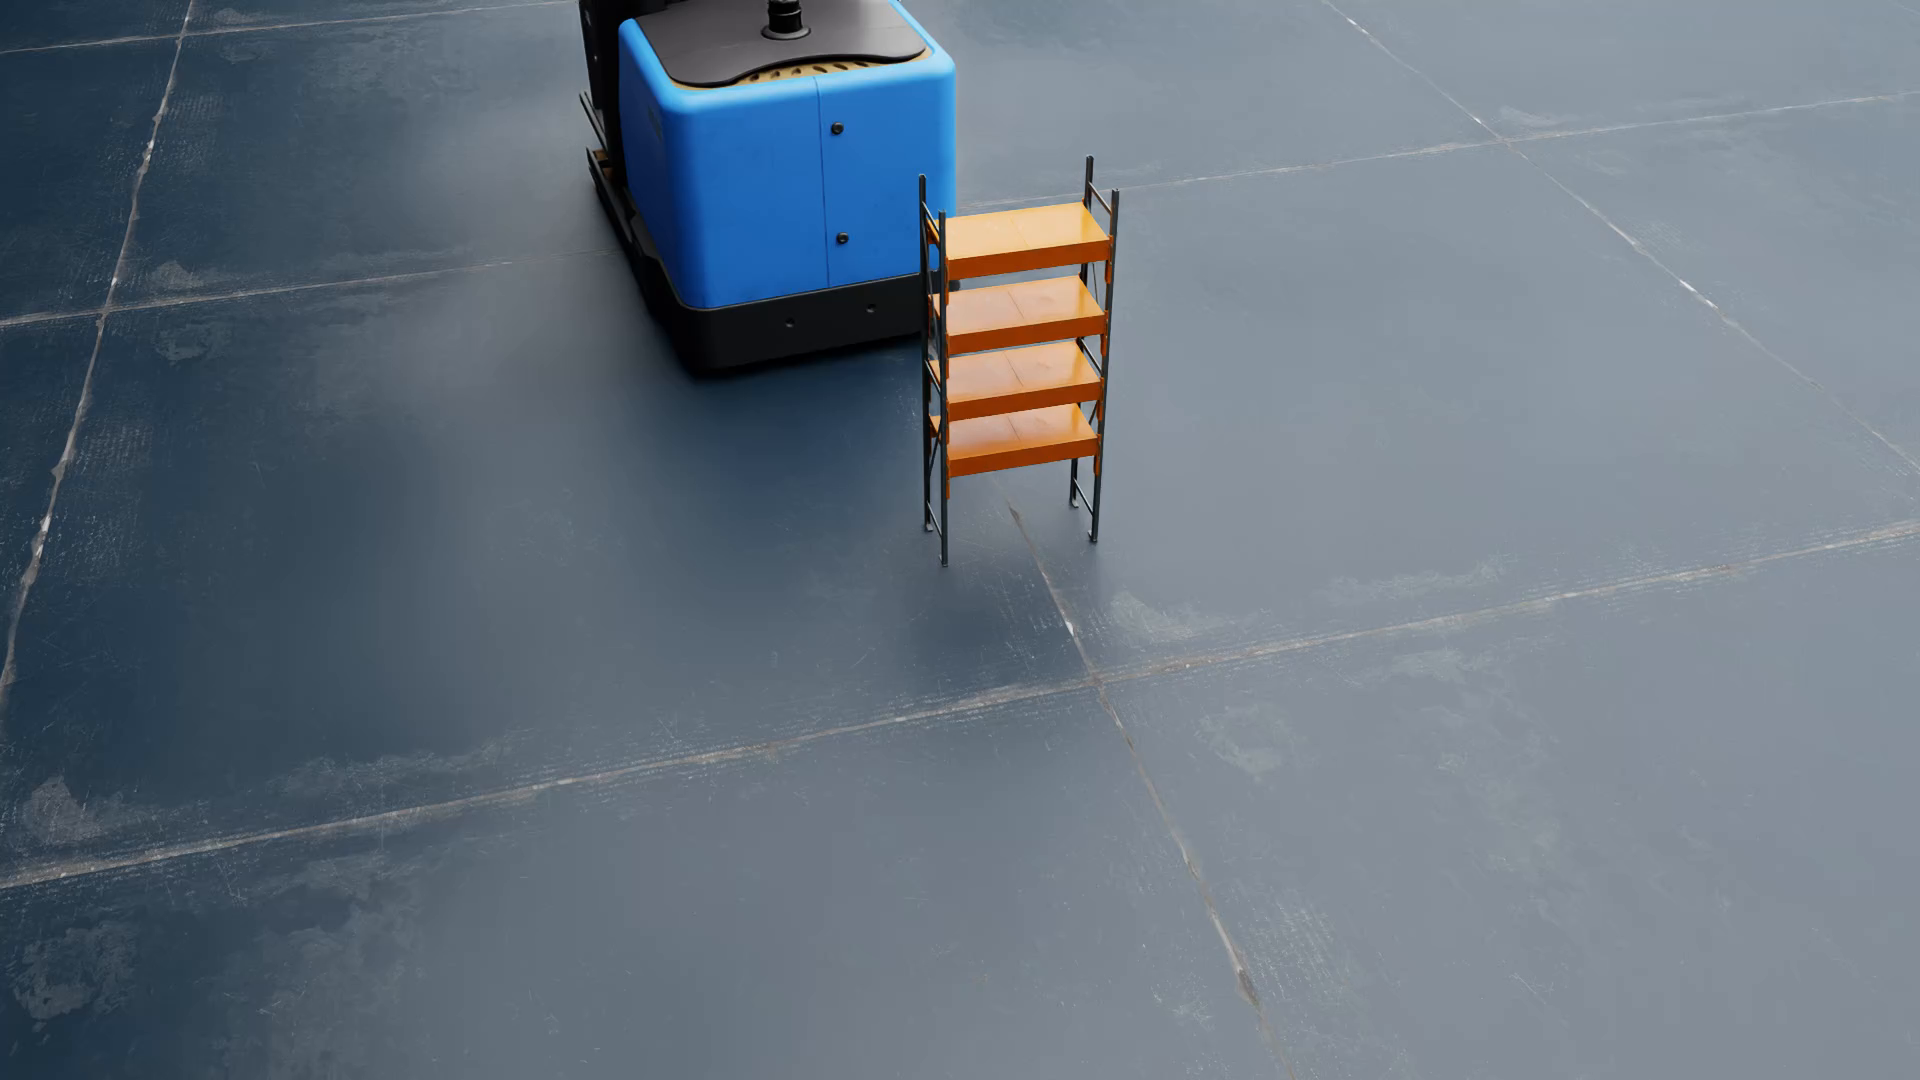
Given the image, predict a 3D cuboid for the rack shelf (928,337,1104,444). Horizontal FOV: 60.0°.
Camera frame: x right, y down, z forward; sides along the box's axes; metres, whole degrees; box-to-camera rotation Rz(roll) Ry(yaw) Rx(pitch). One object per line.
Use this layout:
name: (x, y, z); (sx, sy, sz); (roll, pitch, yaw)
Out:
rack shelf: (0.160, -0.449, 4.961); (0.480, 0.148, 0.258); (-9, 38, -12)

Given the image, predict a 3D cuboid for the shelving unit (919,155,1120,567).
shelving unit: (0.160, -0.503, 4.920); (0.503, 1.200, 0.258); (-9, 38, -12)

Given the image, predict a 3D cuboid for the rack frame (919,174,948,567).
rack frame: (-0.076, -0.464, 4.869); (0.015, 1.200, 0.240); (-9, 38, -12)

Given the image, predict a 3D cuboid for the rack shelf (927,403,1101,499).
rack shelf: (0.160, -0.292, 5.081); (0.480, 0.148, 0.258); (-9, 38, -12)

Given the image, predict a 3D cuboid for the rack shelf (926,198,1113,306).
rack shelf: (0.160, -0.815, 4.681); (0.480, 0.148, 0.258); (-9, 38, -12)

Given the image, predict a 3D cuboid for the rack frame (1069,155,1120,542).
rack frame: (0.395, -0.541, 4.970); (0.015, 1.200, 0.240); (-9, 38, -12)

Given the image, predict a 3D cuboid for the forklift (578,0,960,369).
forklift: (-0.981, -2.669, 6.327); (1.130, 2.935, 3.031); (-12, 39, -16)

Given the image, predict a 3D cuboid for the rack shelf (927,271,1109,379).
rack shelf: (0.160, -0.627, 4.825); (0.480, 0.148, 0.258); (-9, 38, -12)
